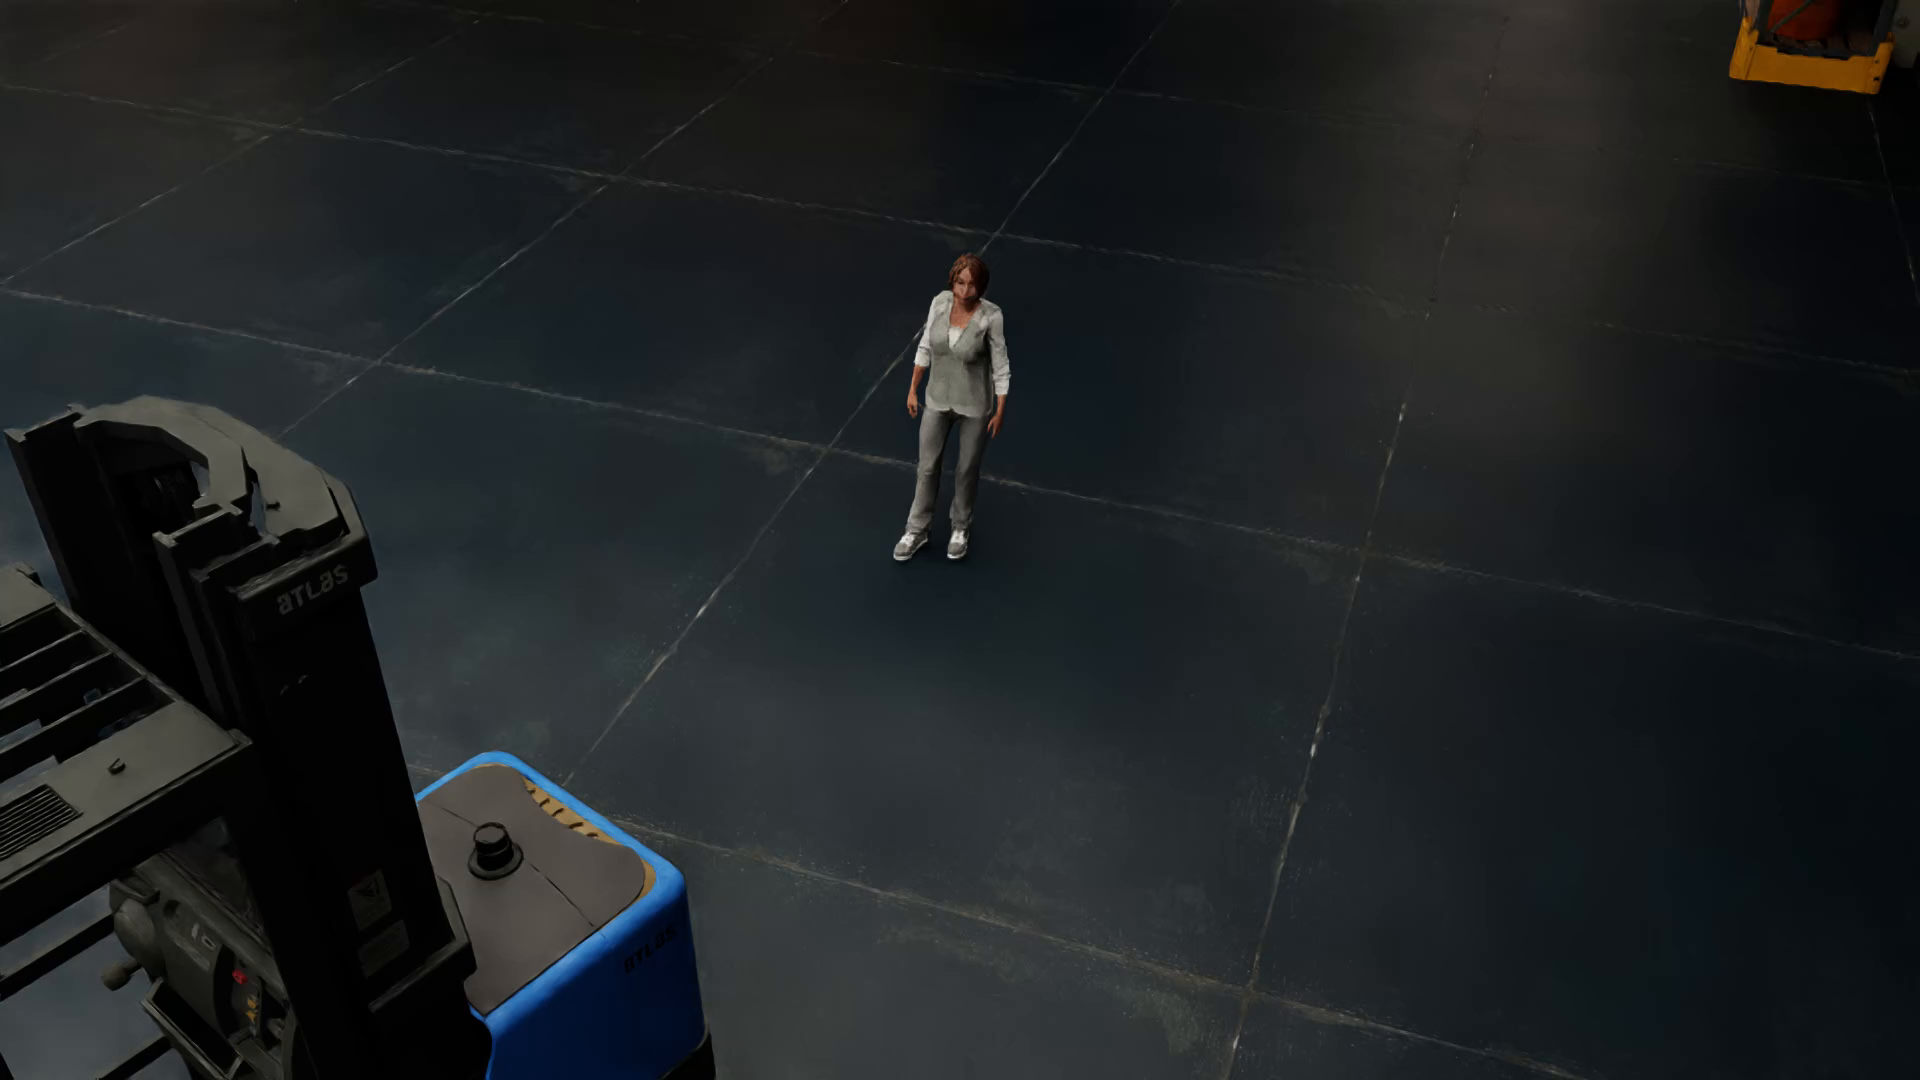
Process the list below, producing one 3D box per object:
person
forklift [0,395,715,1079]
[{"bbox_3d":[-0.038,-0.620,8.126,0.521,1.597,0.474,12,37,16],"label":"person"},{"bbox_3d":[-2.187,1.224,4.384,1.130,2.935,3.031,25,43,31],"label":"forklift"}]
